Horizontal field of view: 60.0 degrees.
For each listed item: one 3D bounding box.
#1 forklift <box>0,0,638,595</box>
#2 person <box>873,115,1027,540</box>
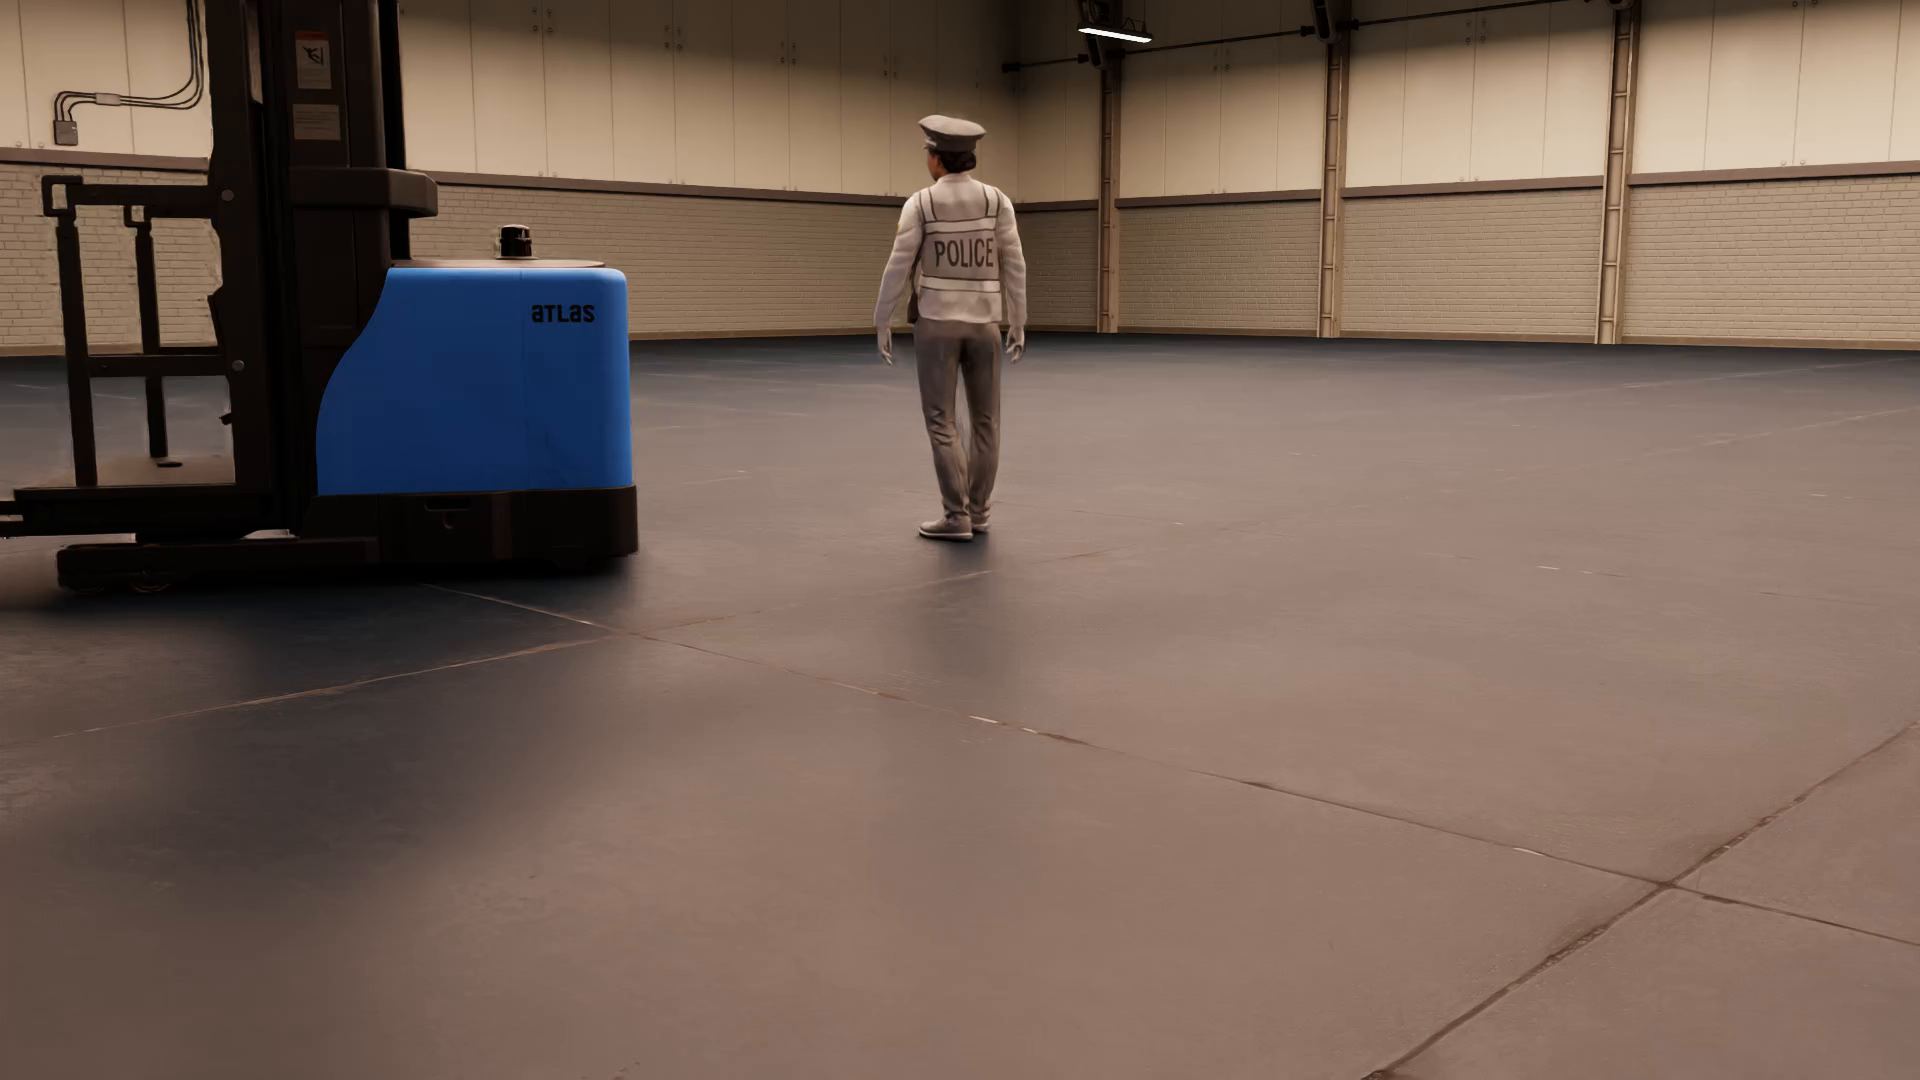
[{"bbox_3d":[-2.730,-1.352,5.853,3.031,2.935,1.130,-2,9,-13],"label":"forklift"},{"bbox_3d":[-0.060,-0.852,6.739,0.614,1.681,0.556,-2,9,-16],"label":"person"}]
